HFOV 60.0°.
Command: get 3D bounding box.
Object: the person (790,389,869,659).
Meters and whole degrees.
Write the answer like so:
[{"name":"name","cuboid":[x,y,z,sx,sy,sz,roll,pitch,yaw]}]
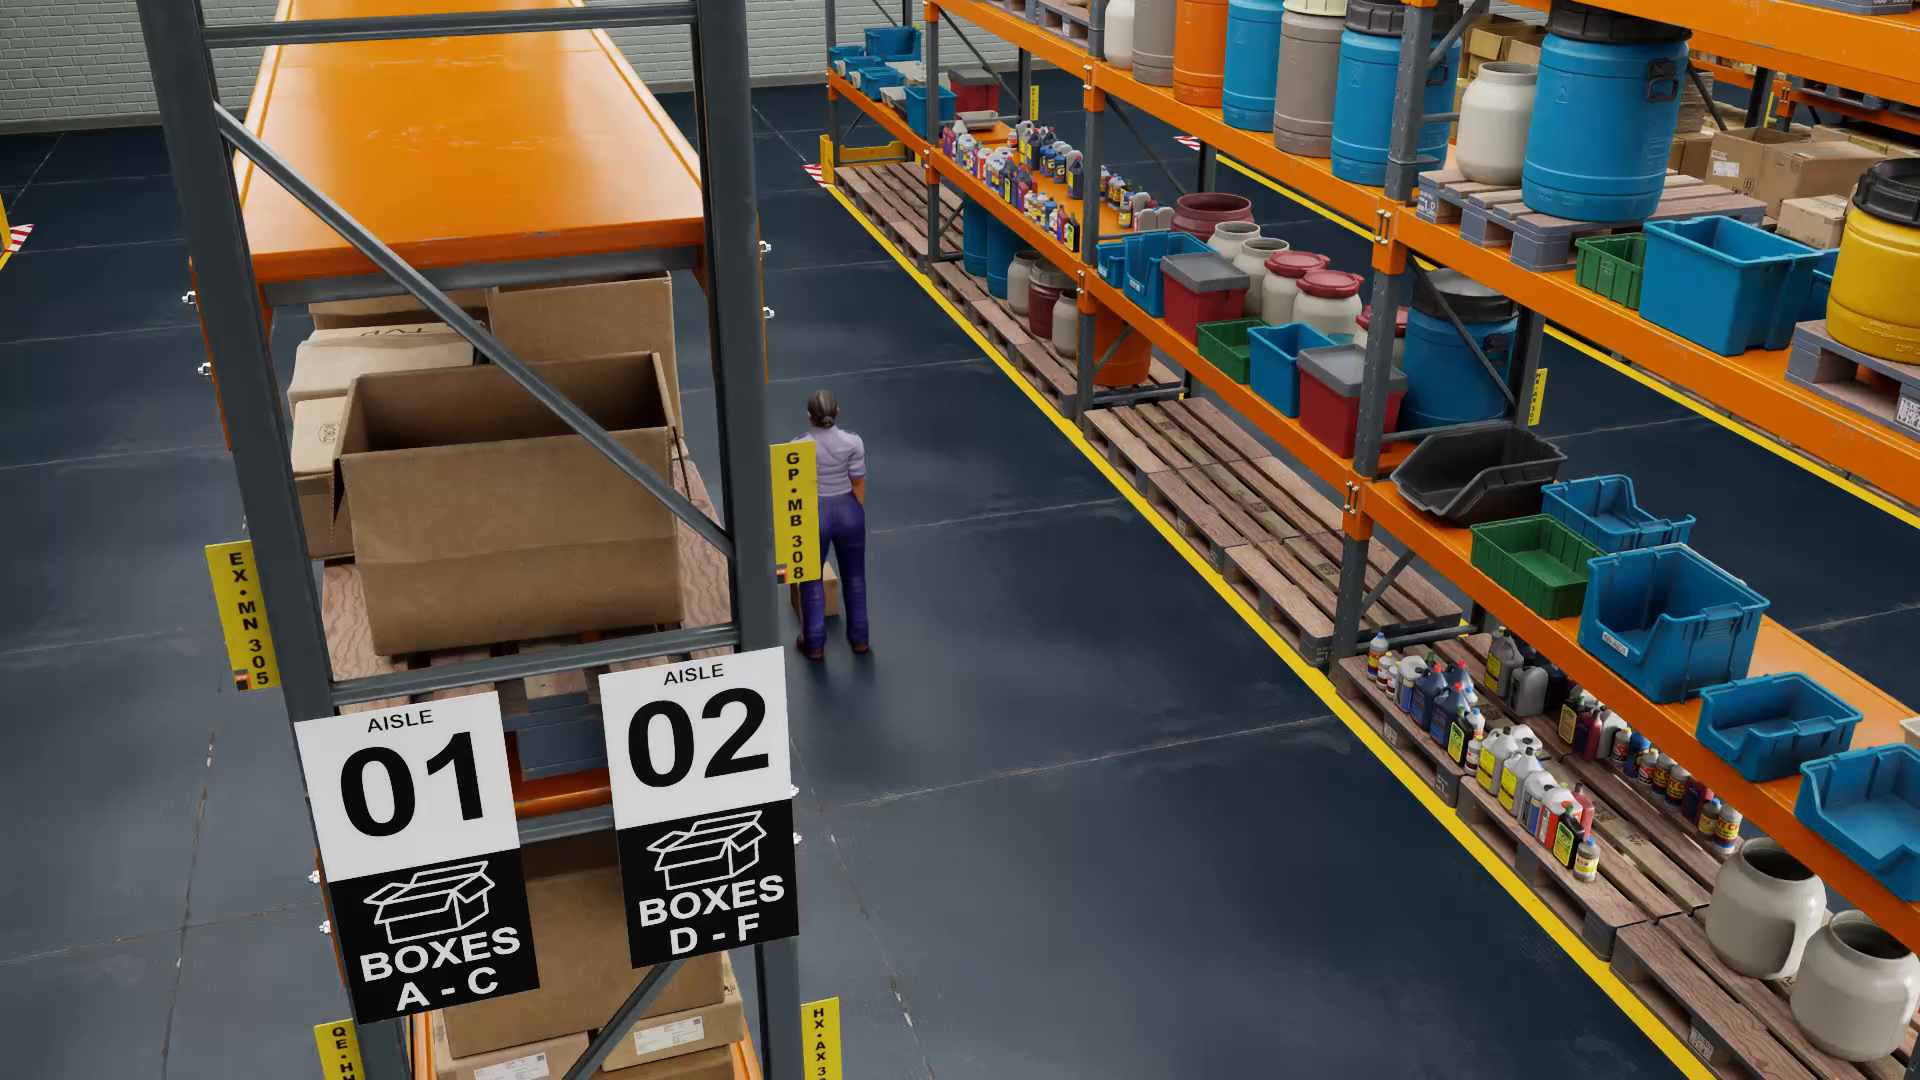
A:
[{"name":"person","cuboid":[-0.773,-0.102,9.576,0.467,1.651,0.345,-8,27,-15]}]
